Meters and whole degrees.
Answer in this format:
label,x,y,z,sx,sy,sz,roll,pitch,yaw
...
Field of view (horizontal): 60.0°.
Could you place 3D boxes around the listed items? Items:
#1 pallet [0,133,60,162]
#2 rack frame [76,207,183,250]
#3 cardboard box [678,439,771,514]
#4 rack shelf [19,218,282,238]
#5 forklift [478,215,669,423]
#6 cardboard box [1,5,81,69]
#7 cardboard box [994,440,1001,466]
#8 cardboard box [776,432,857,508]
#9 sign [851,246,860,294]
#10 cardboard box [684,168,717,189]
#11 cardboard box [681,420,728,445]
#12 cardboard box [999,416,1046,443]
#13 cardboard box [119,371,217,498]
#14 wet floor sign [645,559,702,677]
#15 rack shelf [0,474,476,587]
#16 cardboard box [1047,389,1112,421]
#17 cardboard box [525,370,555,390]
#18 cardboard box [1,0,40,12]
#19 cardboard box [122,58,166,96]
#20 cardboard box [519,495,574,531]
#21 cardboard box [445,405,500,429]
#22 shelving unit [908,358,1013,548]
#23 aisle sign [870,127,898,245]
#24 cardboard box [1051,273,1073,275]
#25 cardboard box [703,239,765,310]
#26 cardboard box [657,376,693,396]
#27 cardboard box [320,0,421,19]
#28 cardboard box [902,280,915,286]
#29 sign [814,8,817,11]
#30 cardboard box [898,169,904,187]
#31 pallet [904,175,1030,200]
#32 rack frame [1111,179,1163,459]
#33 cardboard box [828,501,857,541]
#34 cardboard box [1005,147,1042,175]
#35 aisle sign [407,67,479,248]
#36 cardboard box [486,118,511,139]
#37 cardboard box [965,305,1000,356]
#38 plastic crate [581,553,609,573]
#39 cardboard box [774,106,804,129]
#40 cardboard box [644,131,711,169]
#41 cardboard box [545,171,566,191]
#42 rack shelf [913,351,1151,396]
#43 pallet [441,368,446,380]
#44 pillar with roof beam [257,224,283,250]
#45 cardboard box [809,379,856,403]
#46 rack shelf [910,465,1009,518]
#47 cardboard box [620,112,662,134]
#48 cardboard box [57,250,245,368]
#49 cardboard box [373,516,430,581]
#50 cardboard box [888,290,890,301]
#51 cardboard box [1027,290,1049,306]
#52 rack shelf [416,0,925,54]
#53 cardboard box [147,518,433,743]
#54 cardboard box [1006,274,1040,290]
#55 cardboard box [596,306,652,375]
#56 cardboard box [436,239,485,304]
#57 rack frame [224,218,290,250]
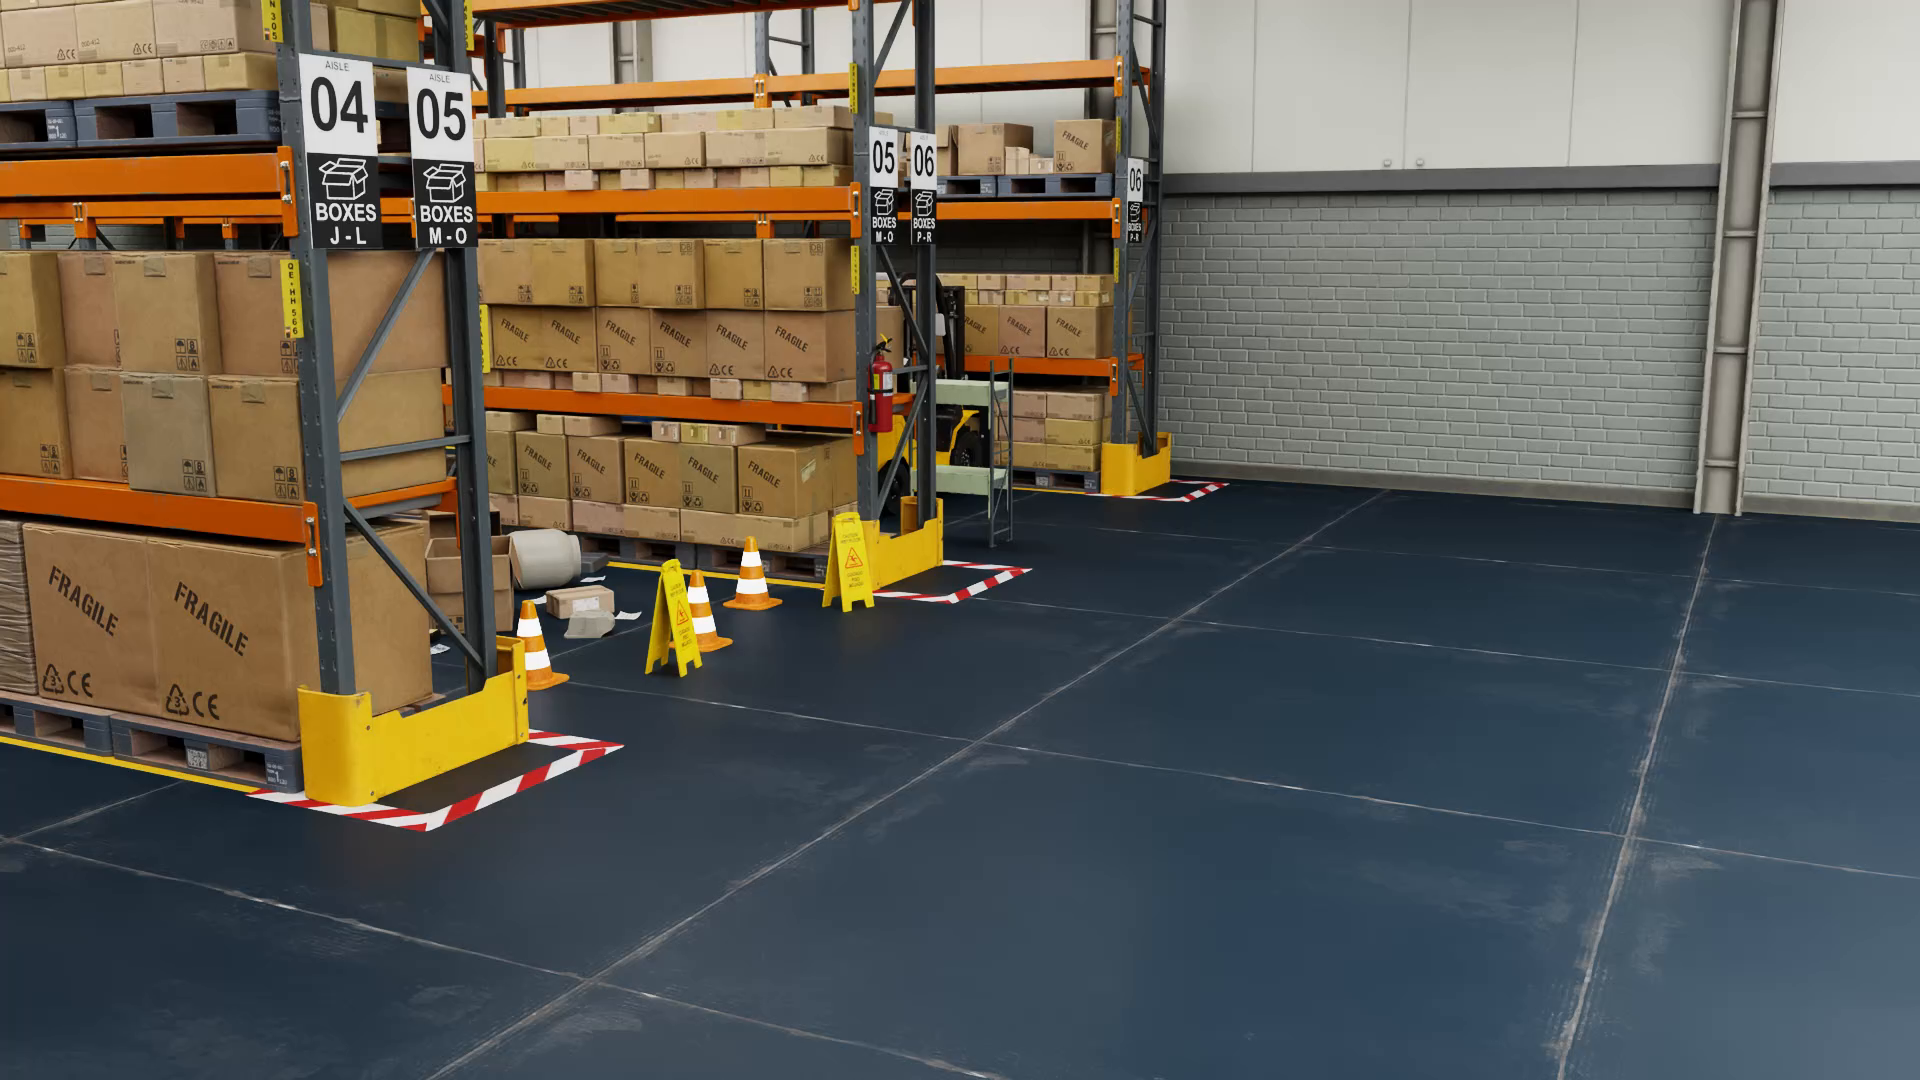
label,x,y,z,sx,sy,sz,roll,pitch,yaw
pallet,-5.411,-2.094,8.703,1.213,0.211,1.003,5,11,26
rack frame,-7.627,-1.841,15.482,0.127,3.000,1.000,5,11,26
cardboard box,-1.756,-0.496,12.482,0.500,0.500,0.500,6,12,28
rack shelf,-10.815,-4.229,22.273,4.000,0.370,1.077,5,11,26
forklift,-3.835,-1.718,14.993,3.031,2.935,1.130,-1,10,-3
cardboard box,-4.013,-2.290,7.664,0.500,0.250,0.500,5,11,25
cardboard box,0.292,-0.926,16.964,0.500,0.250,0.500,5,11,26
cardboard box,-1.076,-0.543,12.744,0.500,0.500,0.500,5,11,24
sign,-0.717,-1.849,11.386,0.005,0.325,0.100,5,11,26
cardboard box,-1.800,-2.630,12.123,0.250,0.149,0.380,5,11,25
cardboard box,-1.870,-0.813,12.413,0.250,0.149,0.380,5,12,27
cardboard box,0.720,-1.133,16.707,0.500,0.250,0.500,5,11,25
cardboard box,-3.408,-0.548,7.915,0.550,0.550,0.875,5,11,26
wet floor sign,-1.651,0.432,9.531,0.232,0.644,0.267,3,11,16
rack shelf,-4.346,-0.216,8.521,4.000,0.370,1.077,5,11,26
cardboard box,1.189,-1.336,16.424,0.500,0.250,0.500,5,12,28
cardboard box,-3.192,-1.274,13.051,0.250,0.149,0.380,5,12,28
cardboard box,-4.145,-2.486,7.626,0.250,0.149,0.380,5,11,25
cardboard box,-3.457,-2.033,7.363,0.250,0.149,0.380,5,11,27
cardboard box,-3.147,-0.250,13.230,0.500,0.250,0.500,6,12,29
cardboard box,-5.909,-1.610,20.043,0.500,0.500,0.500,5,12,27
shelving unit,0.006,-0.737,13.594,0.755,1.500,0.431,5,11,26
aisle sign,-0.526,-2.439,11.484,0.004,0.787,0.394,5,11,26
cardboard box,1.071,-2.624,16.868,0.250,0.149,0.380,5,12,27
cardboard box,-1.458,-1.945,12.131,0.500,0.500,0.700,5,11,26
cardboard box,-2.061,-1.172,12.490,0.250,0.149,0.380,5,11,25
cardboard box,-2.711,-2.490,7.651,0.250,0.149,0.380,5,11,26
cardboard box,-0.502,-2.673,17.137,0.250,0.149,0.380,5,11,26
sign,-1.580,-5.896,17.970,0.005,0.325,0.100,5,11,26
cardboard box,-0.607,-2.641,12.185,0.250,0.149,0.380,5,11,26
pallet,0.019,-3.592,16.982,1.213,0.211,1.003,5,11,26
rack frame,1.740,-2.004,16.380,0.127,3.000,1.000,5,11,26
cardboard box,-1.054,-0.172,12.801,0.500,0.250,0.500,5,11,25
cardboard box,0.635,-3.707,16.282,0.258,0.266,0.396,5,11,26
aisle sign,-2.356,-1.734,7.589,0.004,0.787,0.394,5,11,26
cardboard box,-3.423,-3.156,12.789,0.250,0.149,0.380,5,11,24
cardboard box,0.262,-2.133,16.811,0.500,0.500,0.500,5,11,25
plastic crate,-2.995,0.165,12.593,0.583,0.080,0.402,1,10,6
cardboard box,-1.101,-2.962,11.716,0.250,0.149,0.380,5,12,27
cardboard box,-1.949,-2.837,12.145,0.500,0.250,0.500,5,12,27
cardboard box,-2.946,-2.734,12.699,0.250,0.149,0.380,5,11,24
rack shelf,-0.054,-1.808,17.315,4.000,0.370,1.077,5,11,26
pallet,-4.661,-1.515,14.218,1.213,0.211,1.003,5,11,26
pillar with roof beam,-11.152,-5.413,18.371,0.400,9.000,9.100,5,11,26
cardboard box,-0.883,-1.083,11.995,0.250,0.149,0.380,5,12,28
rack shelf,0.006,-0.417,13.652,0.720,0.370,0.431,5,11,26
cardboard box,-2.277,-3.051,12.208,0.250,0.149,0.380,5,12,27
cardboard box,-3.844,-1.147,8.194,0.550,0.550,0.875,5,11,26
cardboard box,-3.991,0.144,11.139,0.503,0.637,0.797,5,11,26
cardboard box,-0.543,-2.515,17.102,0.250,0.149,0.380,5,11,24
cardboard box,0.857,-2.401,16.470,0.250,0.149,0.380,5,12,27
rack shelf,-2.247,-3.965,12.399,4.000,0.370,1.077,5,11,26
cardboard box,-3.190,0.384,7.975,0.875,0.875,0.875,5,11,26
cardboard box,0.654,-2.576,16.601,0.250,0.149,0.380,5,11,26
cardboard box,-2.402,-1.528,12.637,0.500,0.500,0.500,5,11,26
cardboard box,-3.741,-2.144,13.233,0.500,0.500,0.700,5,11,25
rack frame,-9.021,-2.950,21.605,0.127,3.000,1.000,5,11,26
